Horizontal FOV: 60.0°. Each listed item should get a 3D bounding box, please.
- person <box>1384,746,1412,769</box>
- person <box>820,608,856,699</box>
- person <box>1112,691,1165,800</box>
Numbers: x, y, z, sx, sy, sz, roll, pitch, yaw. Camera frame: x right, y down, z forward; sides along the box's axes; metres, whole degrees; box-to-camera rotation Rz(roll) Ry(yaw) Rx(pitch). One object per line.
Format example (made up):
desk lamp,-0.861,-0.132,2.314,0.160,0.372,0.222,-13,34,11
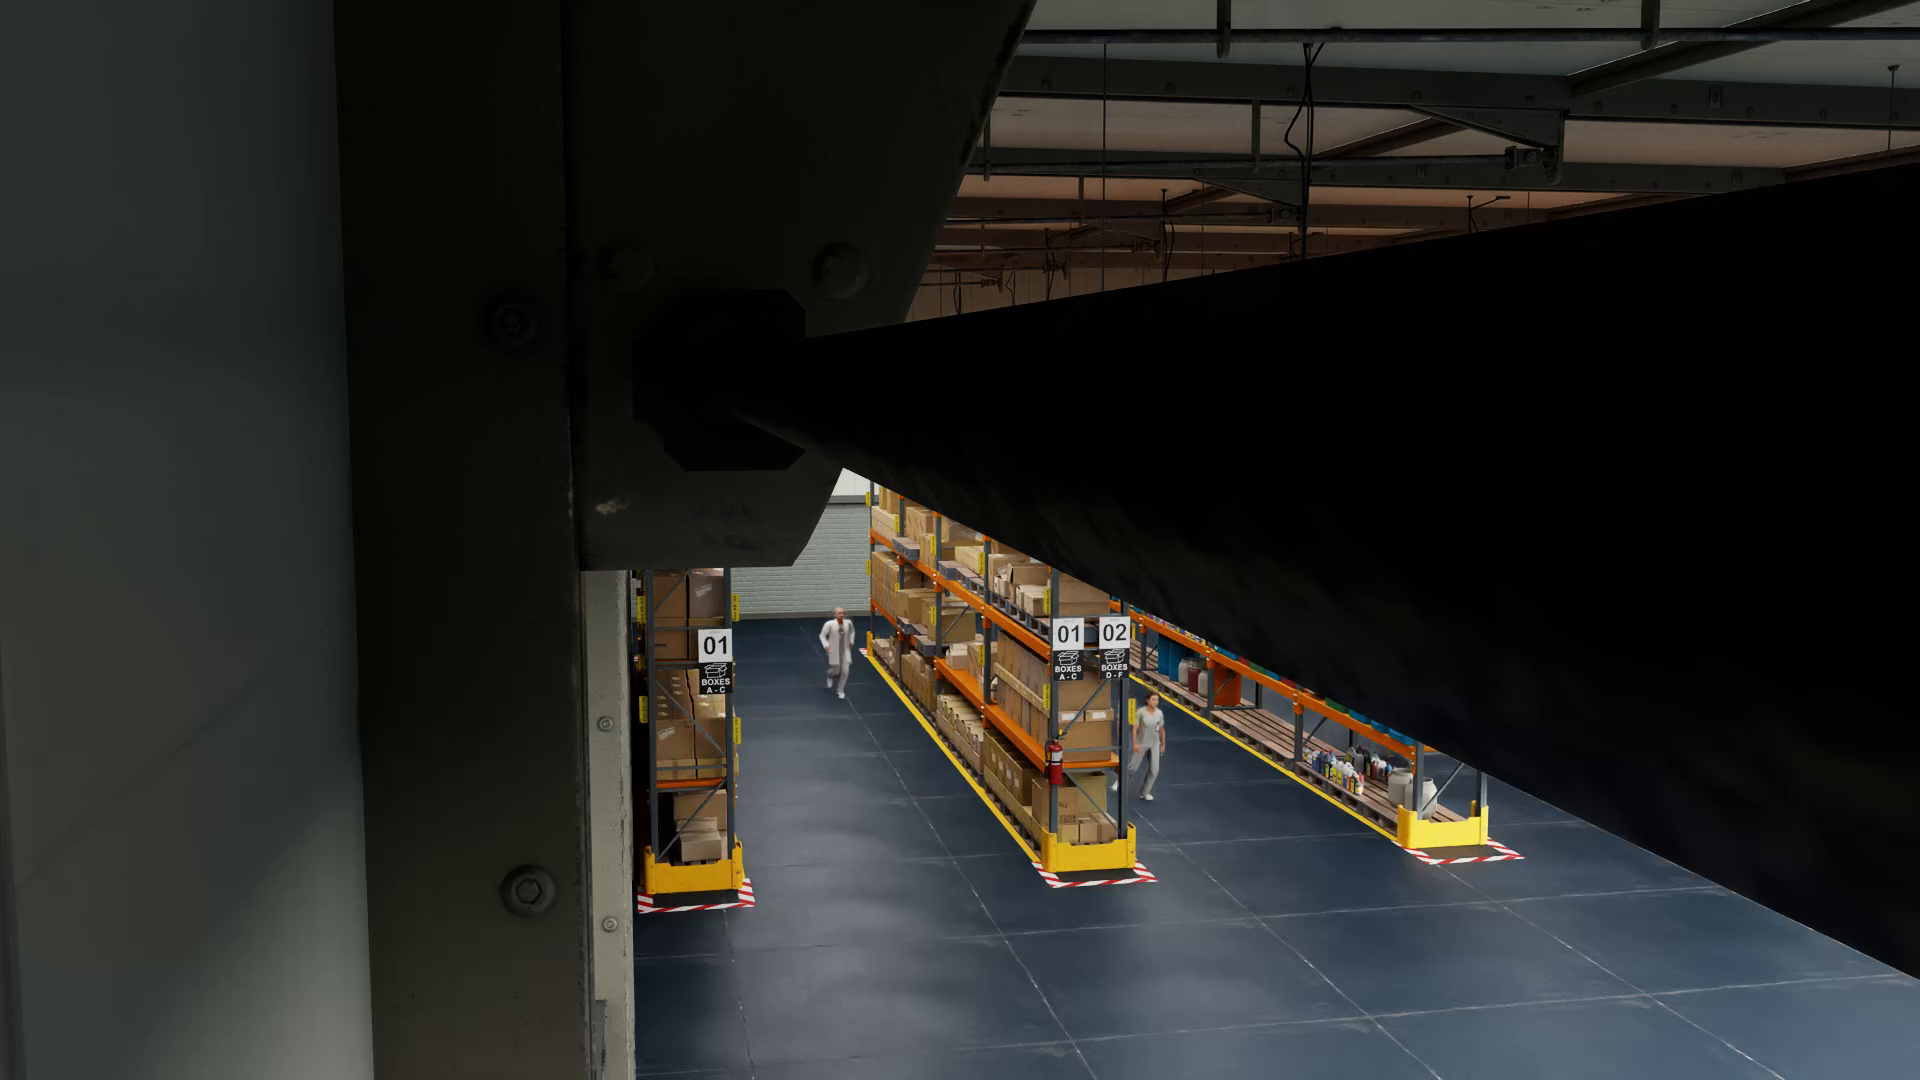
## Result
person,7.076,2.759,26.525,0.679,1.591,1.077,-1,6,-10
person,-2.347,2.147,32.021,0.729,1.734,0.721,-3,6,-23
person,2.630,2.980,24.358,0.733,1.606,0.574,-1,6,-11
